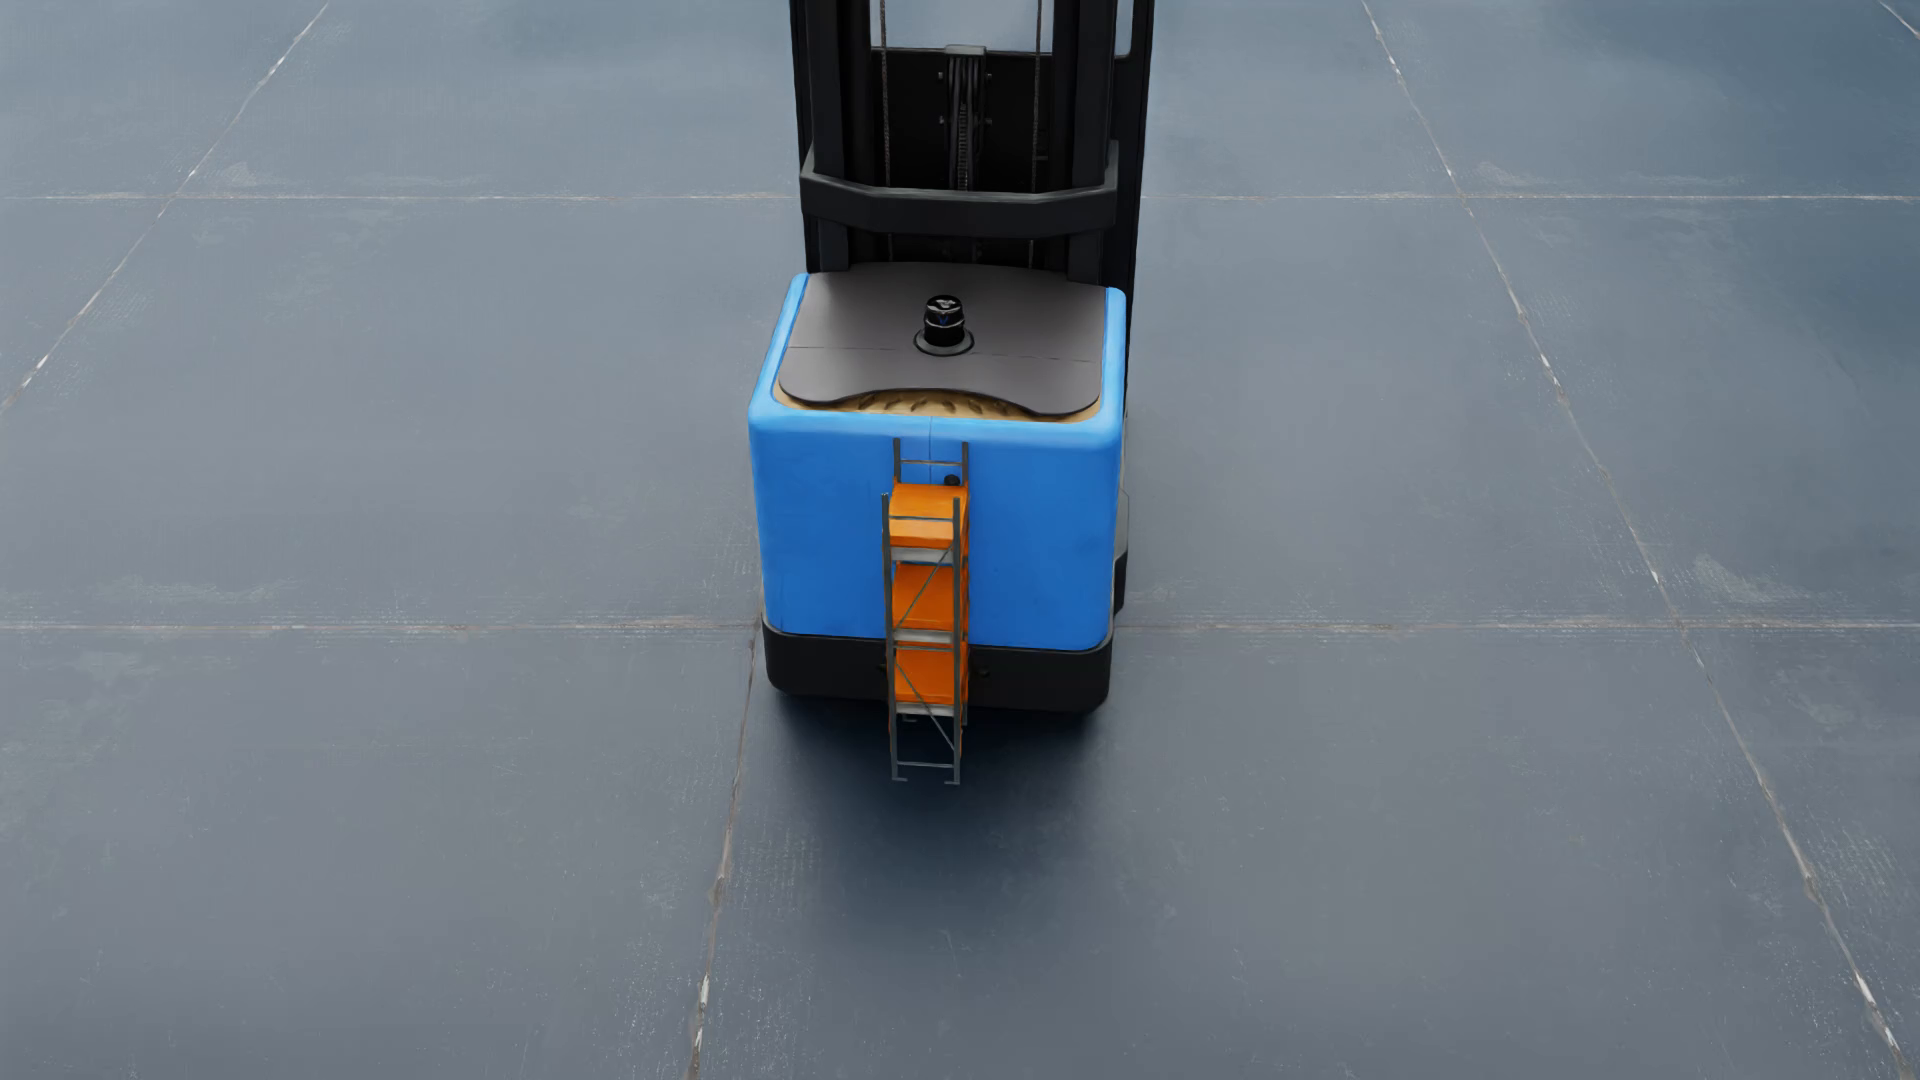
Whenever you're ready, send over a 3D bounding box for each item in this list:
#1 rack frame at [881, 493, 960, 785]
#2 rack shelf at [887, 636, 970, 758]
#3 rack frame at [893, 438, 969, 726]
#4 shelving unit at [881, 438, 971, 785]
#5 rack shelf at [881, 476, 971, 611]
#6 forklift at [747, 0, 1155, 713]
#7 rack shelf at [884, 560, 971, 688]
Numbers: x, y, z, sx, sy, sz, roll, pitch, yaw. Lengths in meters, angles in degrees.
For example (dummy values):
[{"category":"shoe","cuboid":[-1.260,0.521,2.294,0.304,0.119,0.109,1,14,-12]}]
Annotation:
[{"category":"rack frame","cuboid":[-0.099,0.298,4.538,0.200,1.050,0.008,3,39,4]},{"category":"rack shelf","cuboid":[-0.088,0.447,4.814,0.215,0.259,0.240,3,39,4]},{"category":"rack frame","cuboid":[-0.077,0.146,4.728,0.200,1.050,0.008,3,39,4]},{"category":"shelving unit","cuboid":[-0.088,0.222,4.633,0.215,1.050,0.252,3,39,4]},{"category":"rack shelf","cuboid":[-0.088,0.009,4.462,0.215,0.259,0.240,3,39,4]},{"category":"forklift","cuboid":[0.058,-1.536,5.323,1.130,2.935,3.031,3,39,4]},{"category":"rack shelf","cuboid":[-0.088,0.230,4.640,0.215,0.259,0.240,3,39,4]}]
